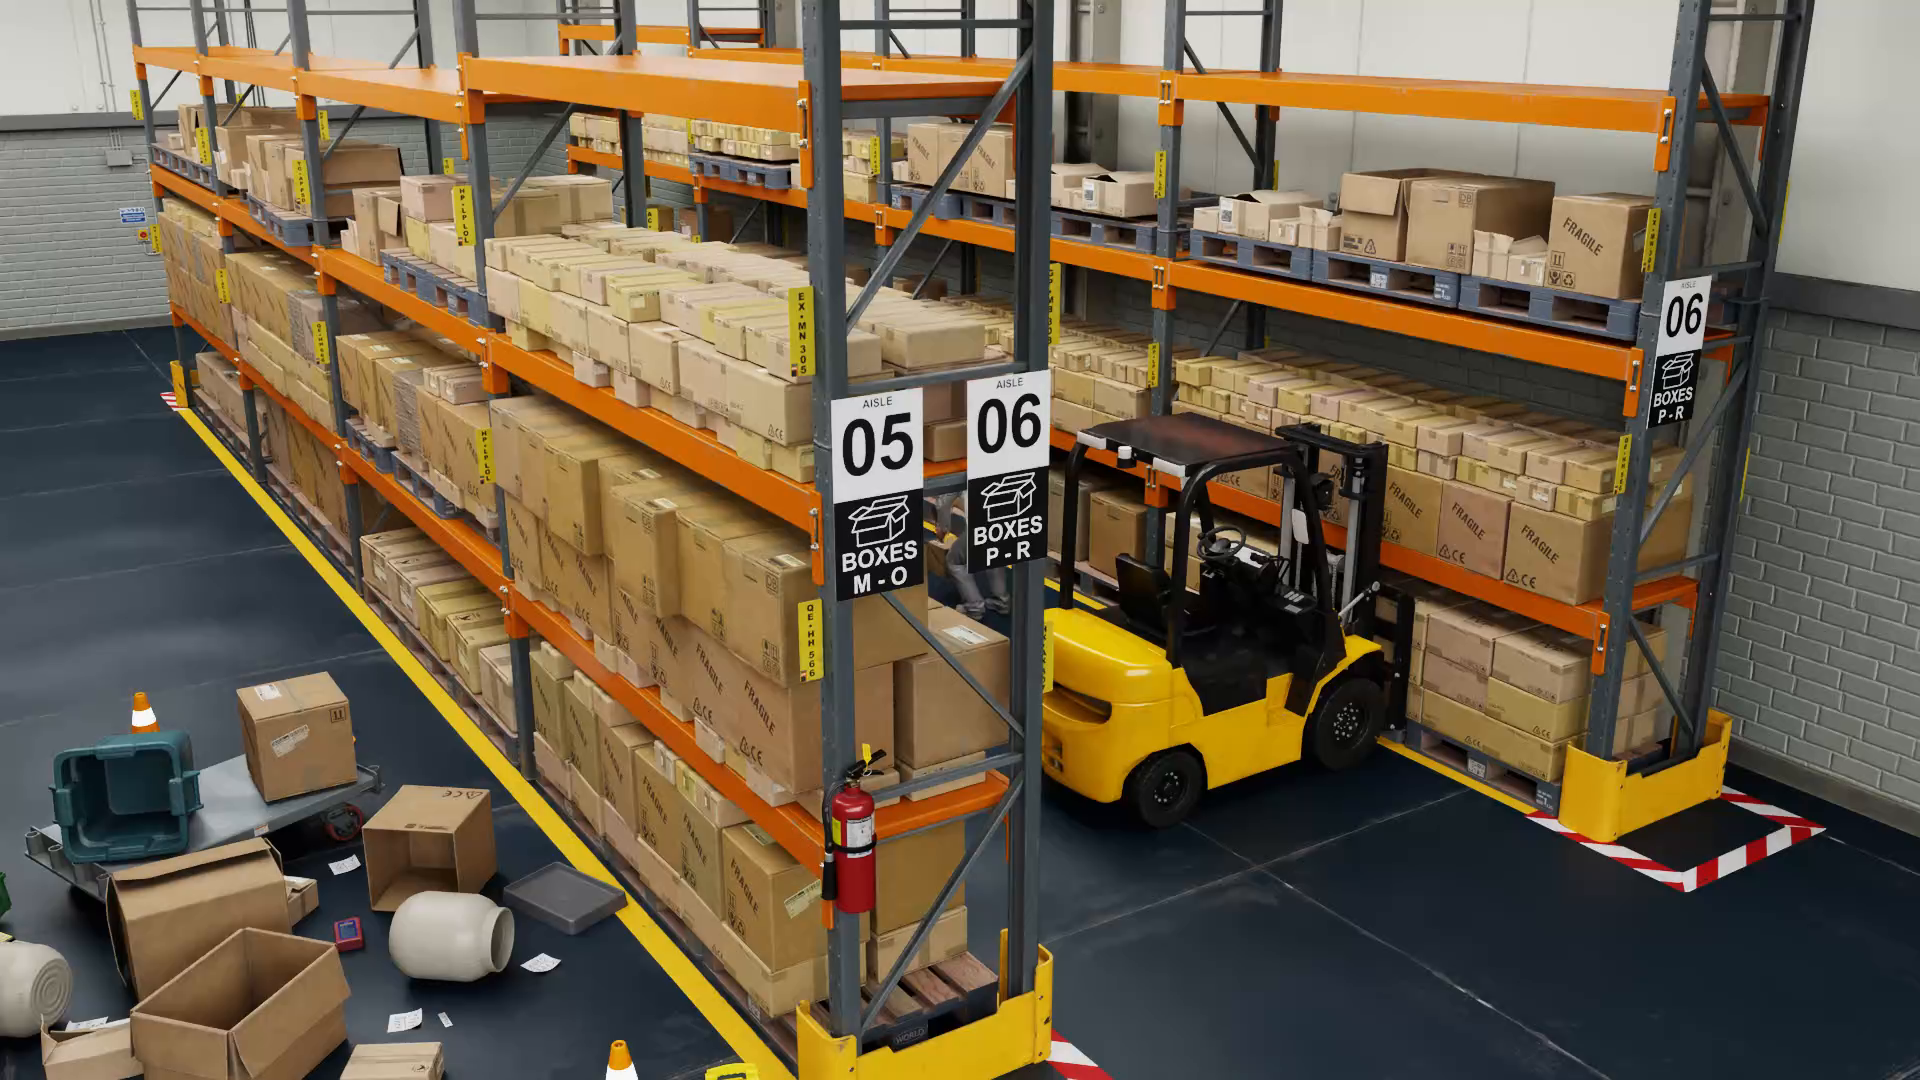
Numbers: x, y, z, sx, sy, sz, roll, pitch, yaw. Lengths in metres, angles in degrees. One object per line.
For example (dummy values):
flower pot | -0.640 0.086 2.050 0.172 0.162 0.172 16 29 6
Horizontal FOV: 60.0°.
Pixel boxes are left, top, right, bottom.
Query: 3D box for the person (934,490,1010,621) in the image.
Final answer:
person | 0.118 -0.123 12.925 0.592 1.450 0.752 -11 21 -31
